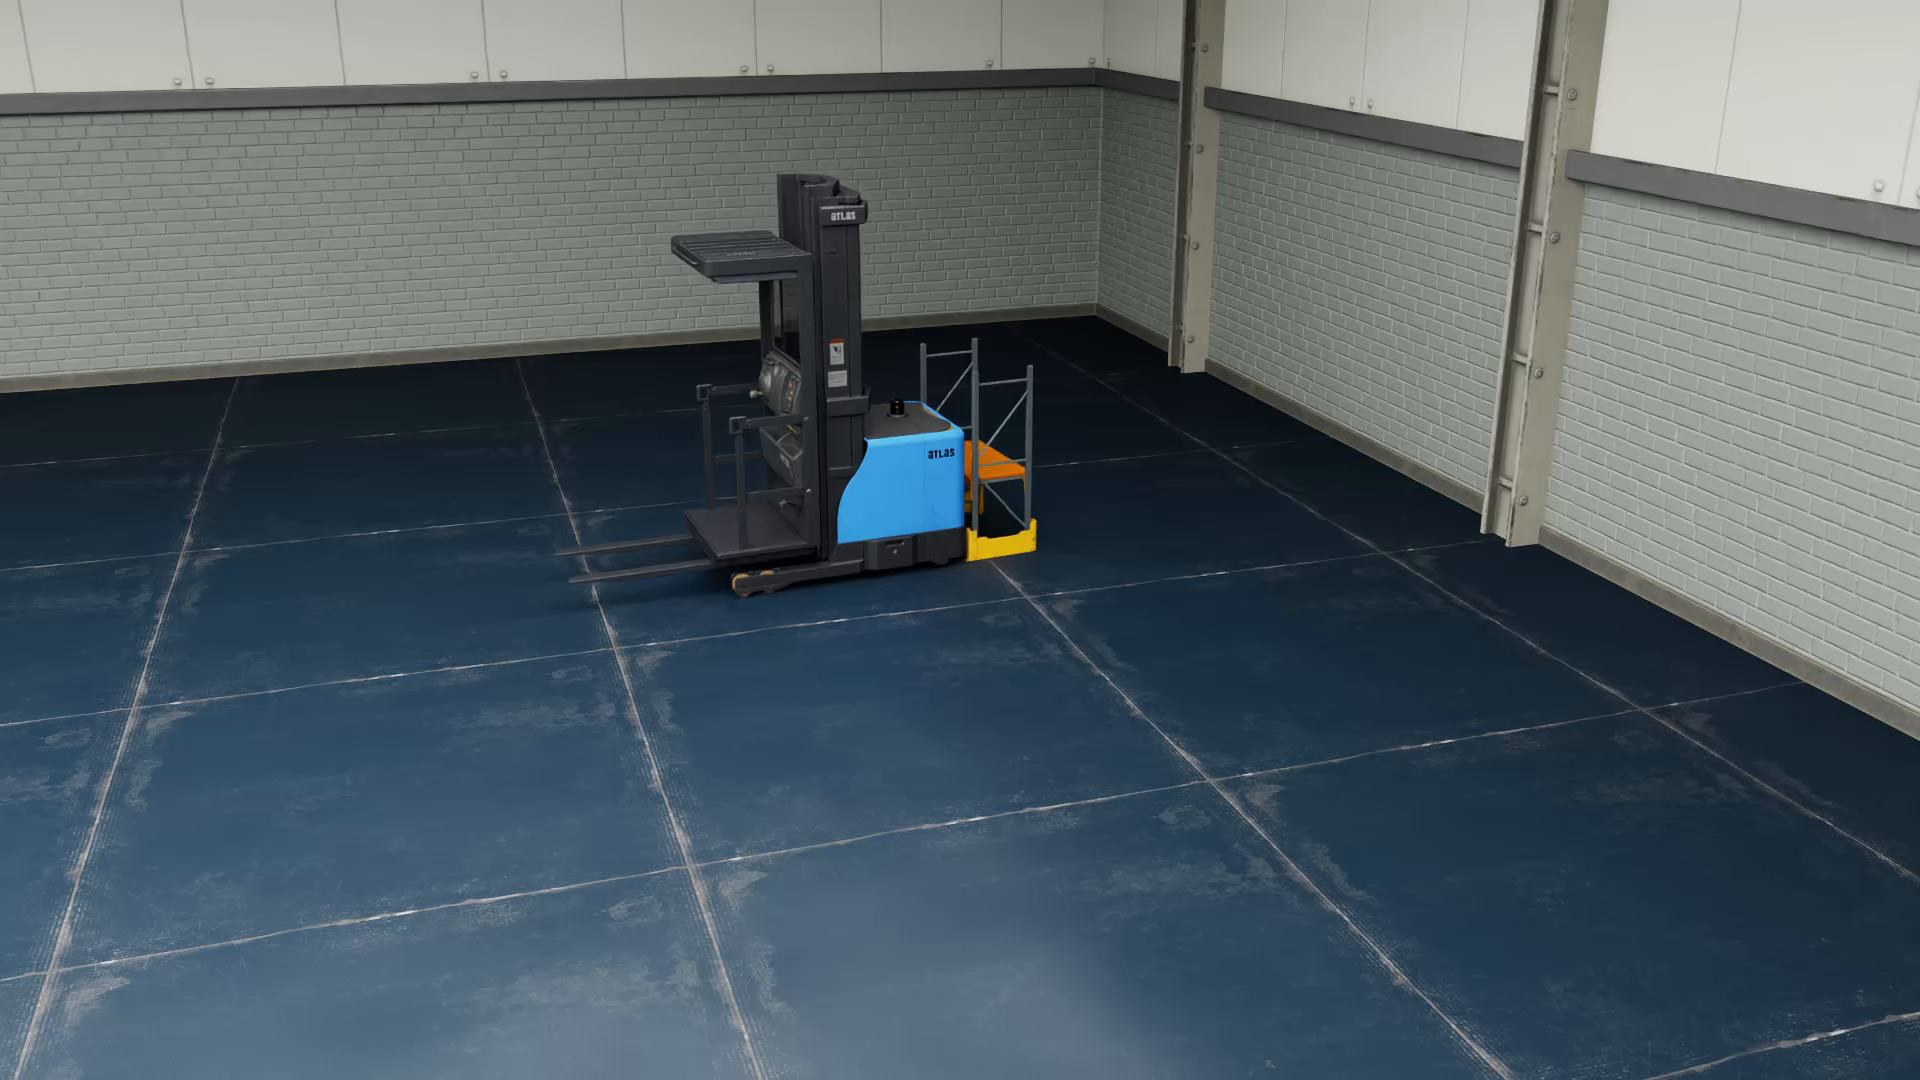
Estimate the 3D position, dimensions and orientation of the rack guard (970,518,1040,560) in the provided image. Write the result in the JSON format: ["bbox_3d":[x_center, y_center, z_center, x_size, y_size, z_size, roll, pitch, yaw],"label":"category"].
[{"bbox_3d":[0.355,-0.009,13.071,0.587,0.250,0.087,-9,21,-23],"label":"rack guard"}]

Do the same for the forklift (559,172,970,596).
[{"bbox_3d":[-1.489,-1.169,12.334,3.031,2.935,1.130,-8,21,-21],"label":"forklift"}]

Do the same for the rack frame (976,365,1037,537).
[{"bbox_3d":[0.356,-0.597,12.859,0.500,1.500,0.032,-9,21,-23],"label":"rack frame"}]

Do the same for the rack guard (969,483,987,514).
[{"bbox_3d":[-0.050,-0.316,13.927,0.587,0.250,0.087,-9,21,-23],"label":"rack guard"}]

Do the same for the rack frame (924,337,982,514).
[{"bbox_3d":[-0.058,-0.911,13.733,0.500,1.500,0.032,-9,21,-23],"label":"rack frame"}]

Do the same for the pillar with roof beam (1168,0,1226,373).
[{"bbox_3d":[-1.512,-5.726,16.045,9.100,9.000,0.400,-6,21,-17],"label":"pillar with roof beam"}]

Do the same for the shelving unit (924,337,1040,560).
[{"bbox_3d":[0.153,-0.751,13.288,0.587,1.500,1.083,-9,21,-23],"label":"shelving unit"}]

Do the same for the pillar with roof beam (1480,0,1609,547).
[{"bbox_3d":[0.374,-3.800,10.684,9.100,9.000,0.400,-6,21,-17],"label":"pillar with roof beam"}]

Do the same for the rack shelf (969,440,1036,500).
[{"bbox_3d":[0.149,-0.584,13.357,0.538,0.185,1.000,-9,21,-23],"label":"rack shelf"}]
